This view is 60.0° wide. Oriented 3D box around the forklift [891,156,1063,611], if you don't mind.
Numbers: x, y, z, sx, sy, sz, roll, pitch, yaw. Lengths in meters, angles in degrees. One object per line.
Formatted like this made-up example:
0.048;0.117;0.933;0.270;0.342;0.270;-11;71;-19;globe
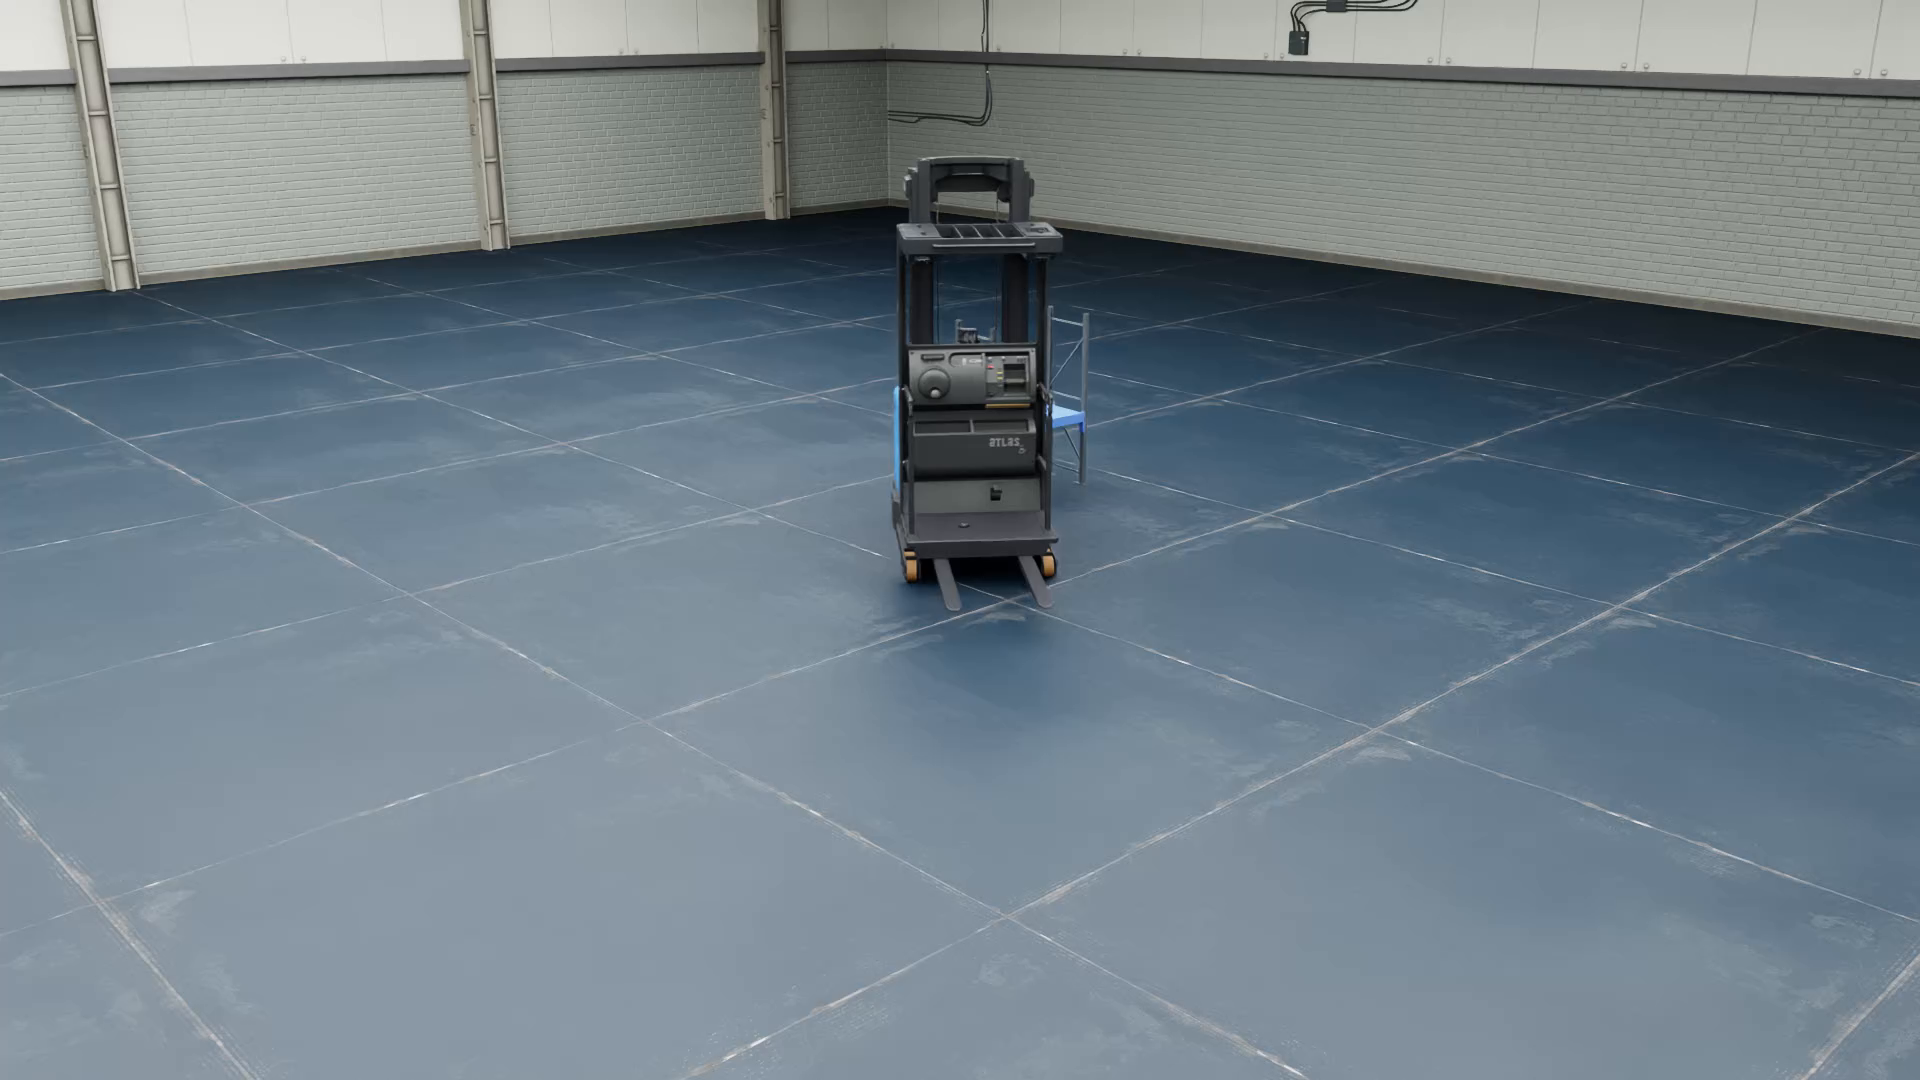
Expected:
0.116;-1.197;11.925;1.130;2.935;3.031;-2;18;-6;forklift

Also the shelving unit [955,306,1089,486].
0.522;-1.152;14.107;1.048;1.500;0.538;-14;22;-36;shelving unit

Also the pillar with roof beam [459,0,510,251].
-4.935;-8.268;23.896;0.400;9.000;9.100;-16;24;-41;pillar with roof beam

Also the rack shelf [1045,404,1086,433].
0.522;-0.981;14.162;1.000;0.185;0.538;-14;22;-36;rack shelf

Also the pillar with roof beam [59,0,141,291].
-9.294;-6.997;19.975;0.400;9.000;9.100;-16;24;-41;pillar with roof beam

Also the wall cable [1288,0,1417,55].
6.027;-10.319;24.708;0.169;6.003;2.305;-16;24;-41;wall cable

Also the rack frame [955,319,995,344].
0.122;-1.056;13.808;0.032;1.500;0.500;-14;22;-36;rack frame

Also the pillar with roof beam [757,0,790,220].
-0.575;-9.540;27.818;0.400;9.000;9.100;-16;24;-41;pillar with roof beam

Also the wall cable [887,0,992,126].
-0.484;-9.355;32.283;0.112;2.526;3.097;-16;24;-41;wall cable

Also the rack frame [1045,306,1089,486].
0.921;-1.249;14.405;0.032;1.500;0.500;-14;22;-36;rack frame
